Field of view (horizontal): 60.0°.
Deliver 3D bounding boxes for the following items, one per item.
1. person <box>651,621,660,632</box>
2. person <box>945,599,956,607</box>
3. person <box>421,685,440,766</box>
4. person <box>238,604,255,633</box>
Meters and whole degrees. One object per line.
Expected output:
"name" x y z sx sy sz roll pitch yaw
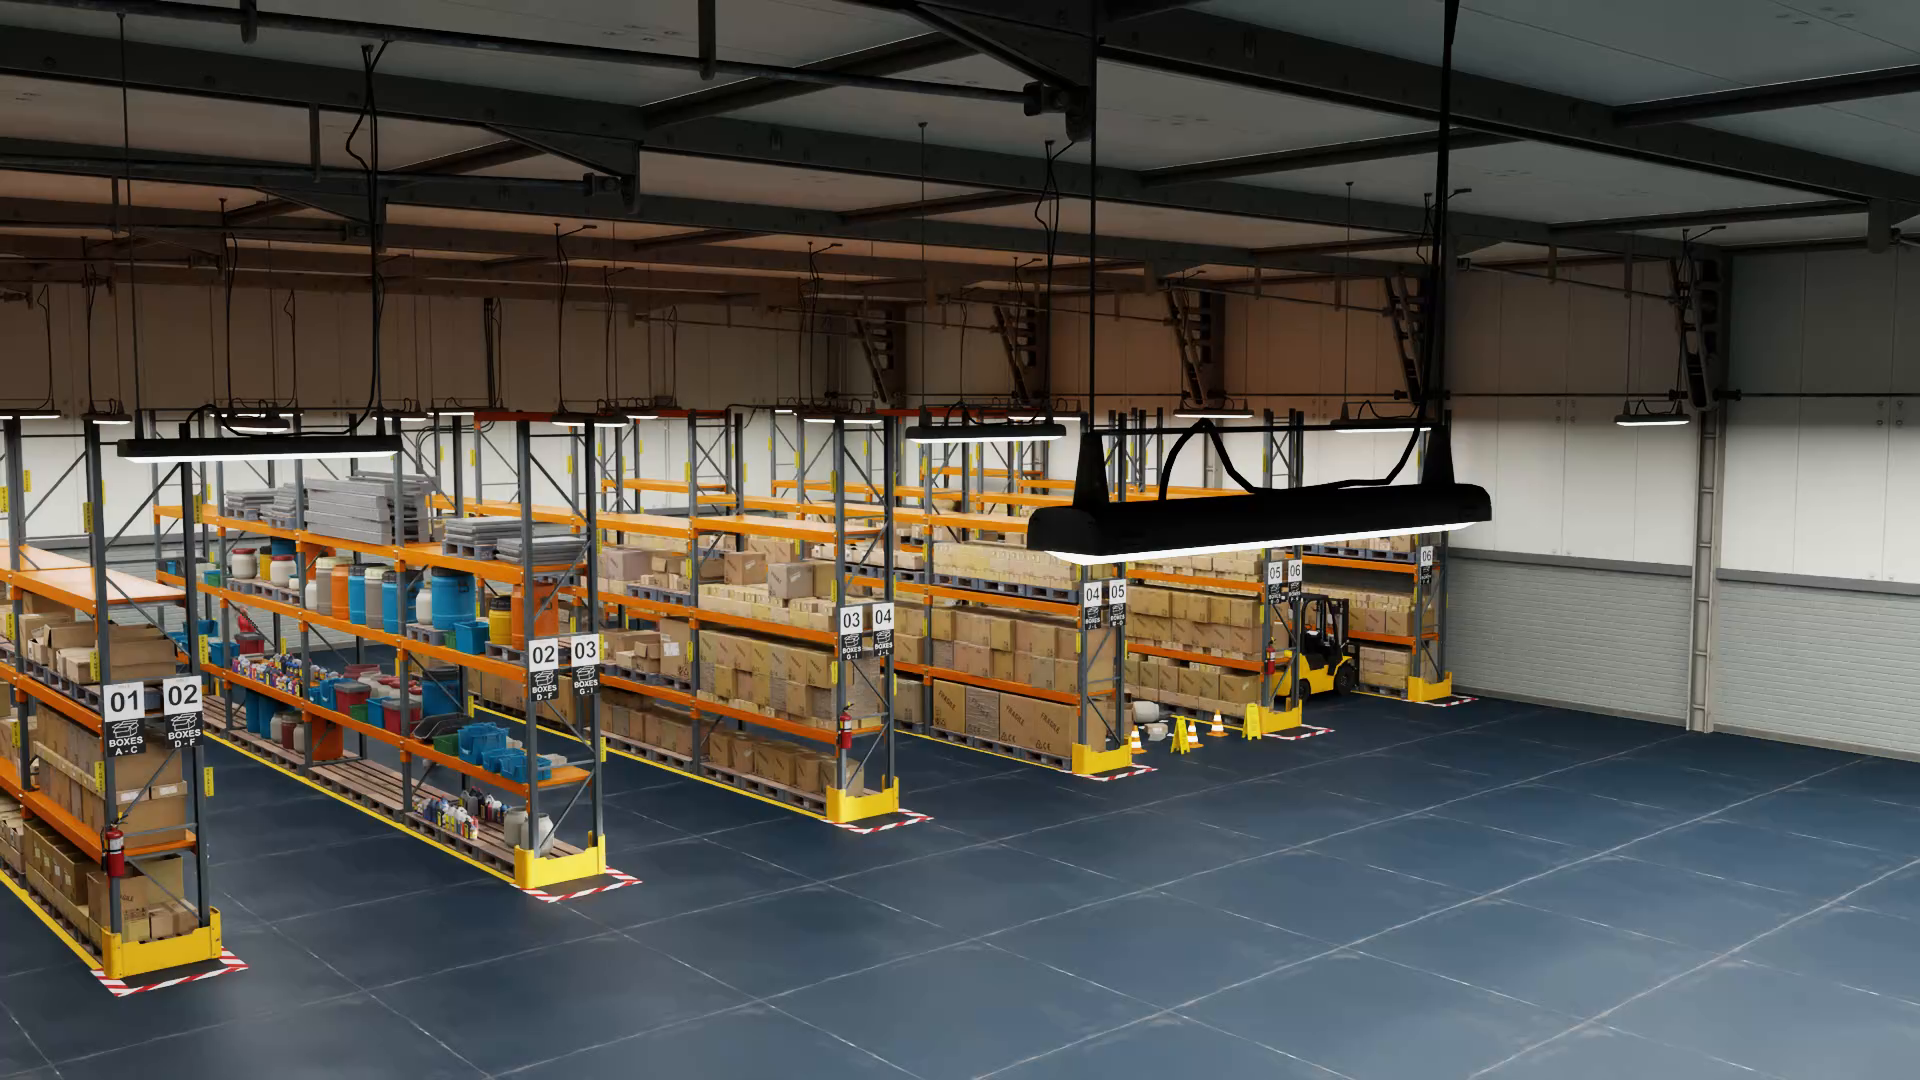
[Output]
"person" -7.963 1.701 43.153 0.439 1.679 0.491 2 6 26
"person" -0.247 2.089 35.466 0.508 1.677 0.443 -3 6 -35
"person" -8.942 3.003 28.250 0.468 1.697 0.414 0 5 5
"person" -15.603 2.262 36.487 0.449 1.735 0.552 -3 6 -31
